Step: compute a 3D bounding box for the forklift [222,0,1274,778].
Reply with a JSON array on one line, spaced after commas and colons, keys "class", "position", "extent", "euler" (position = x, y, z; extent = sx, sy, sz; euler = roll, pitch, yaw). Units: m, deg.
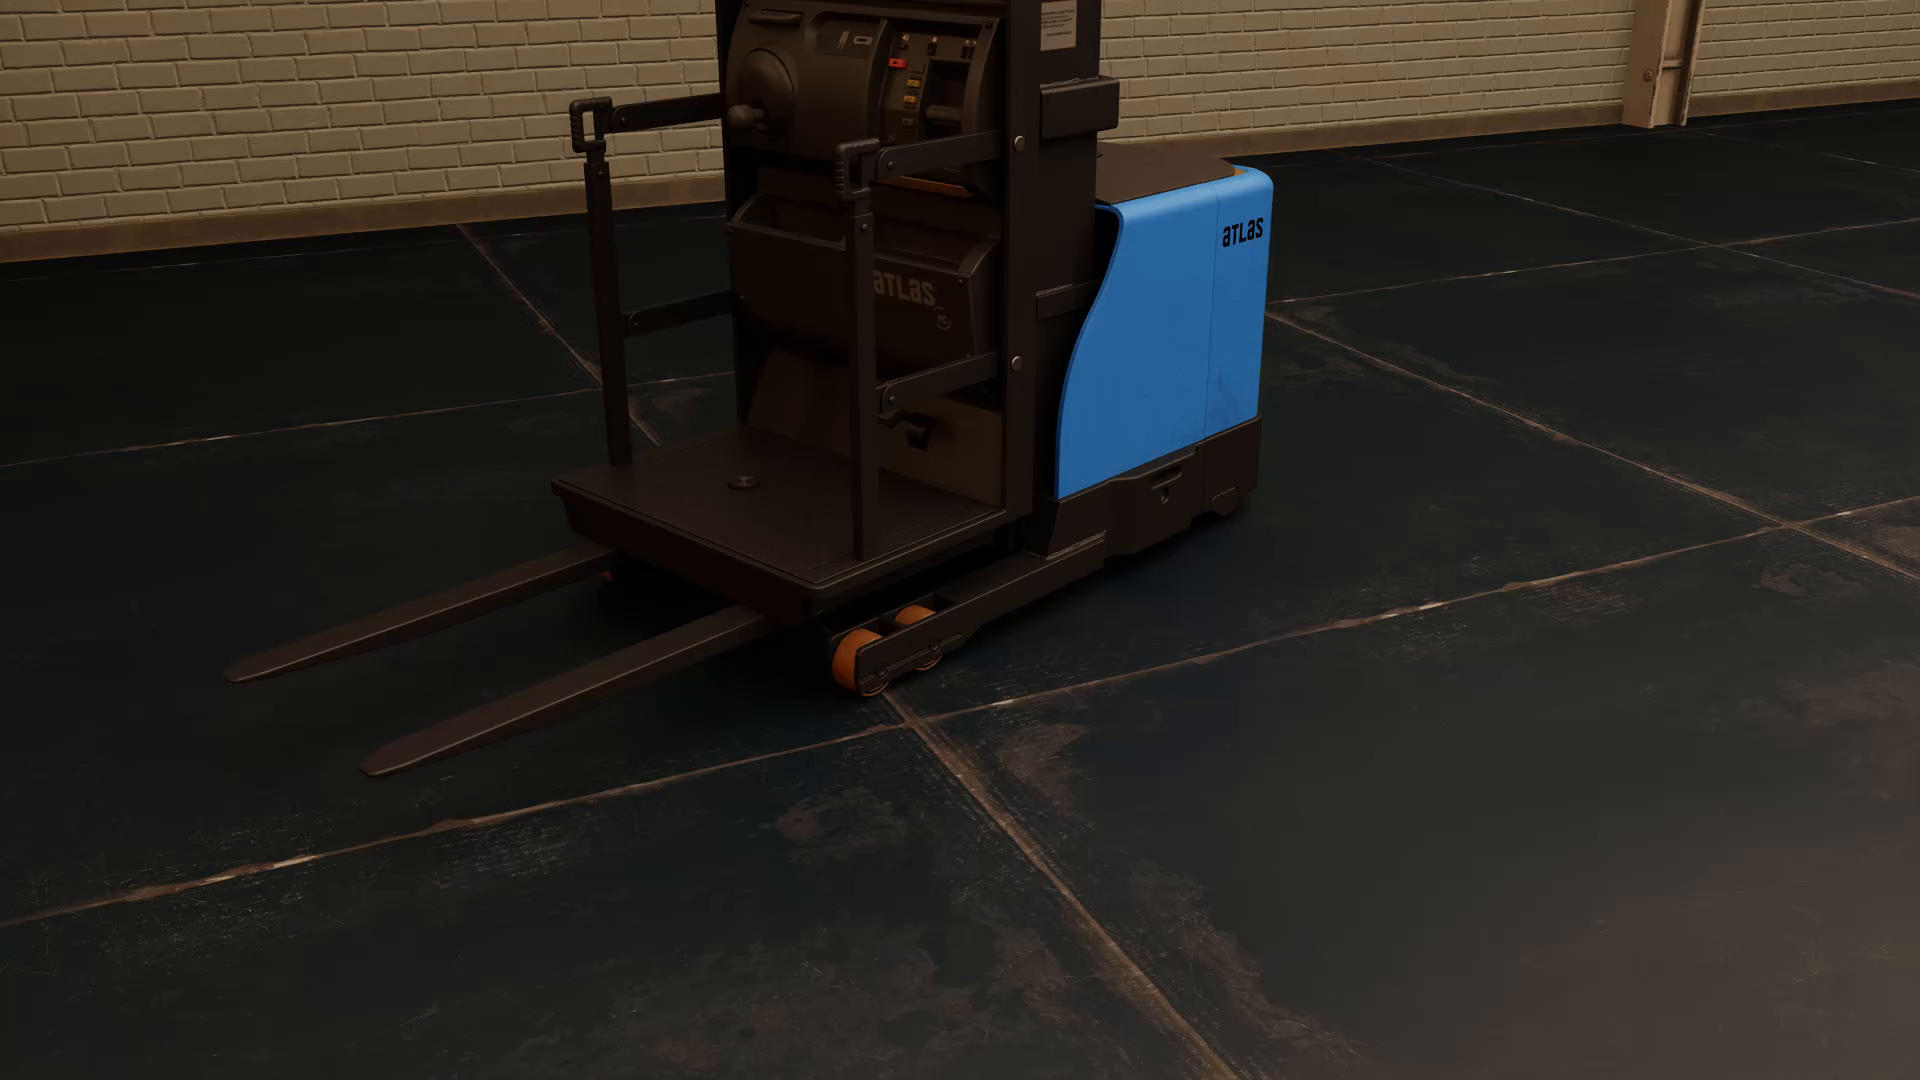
[{"class": "forklift", "position": [-0.413, -1.182, 4.131], "extent": [1.130, 2.935, 3.031], "euler": [19, 29, 39]}]
